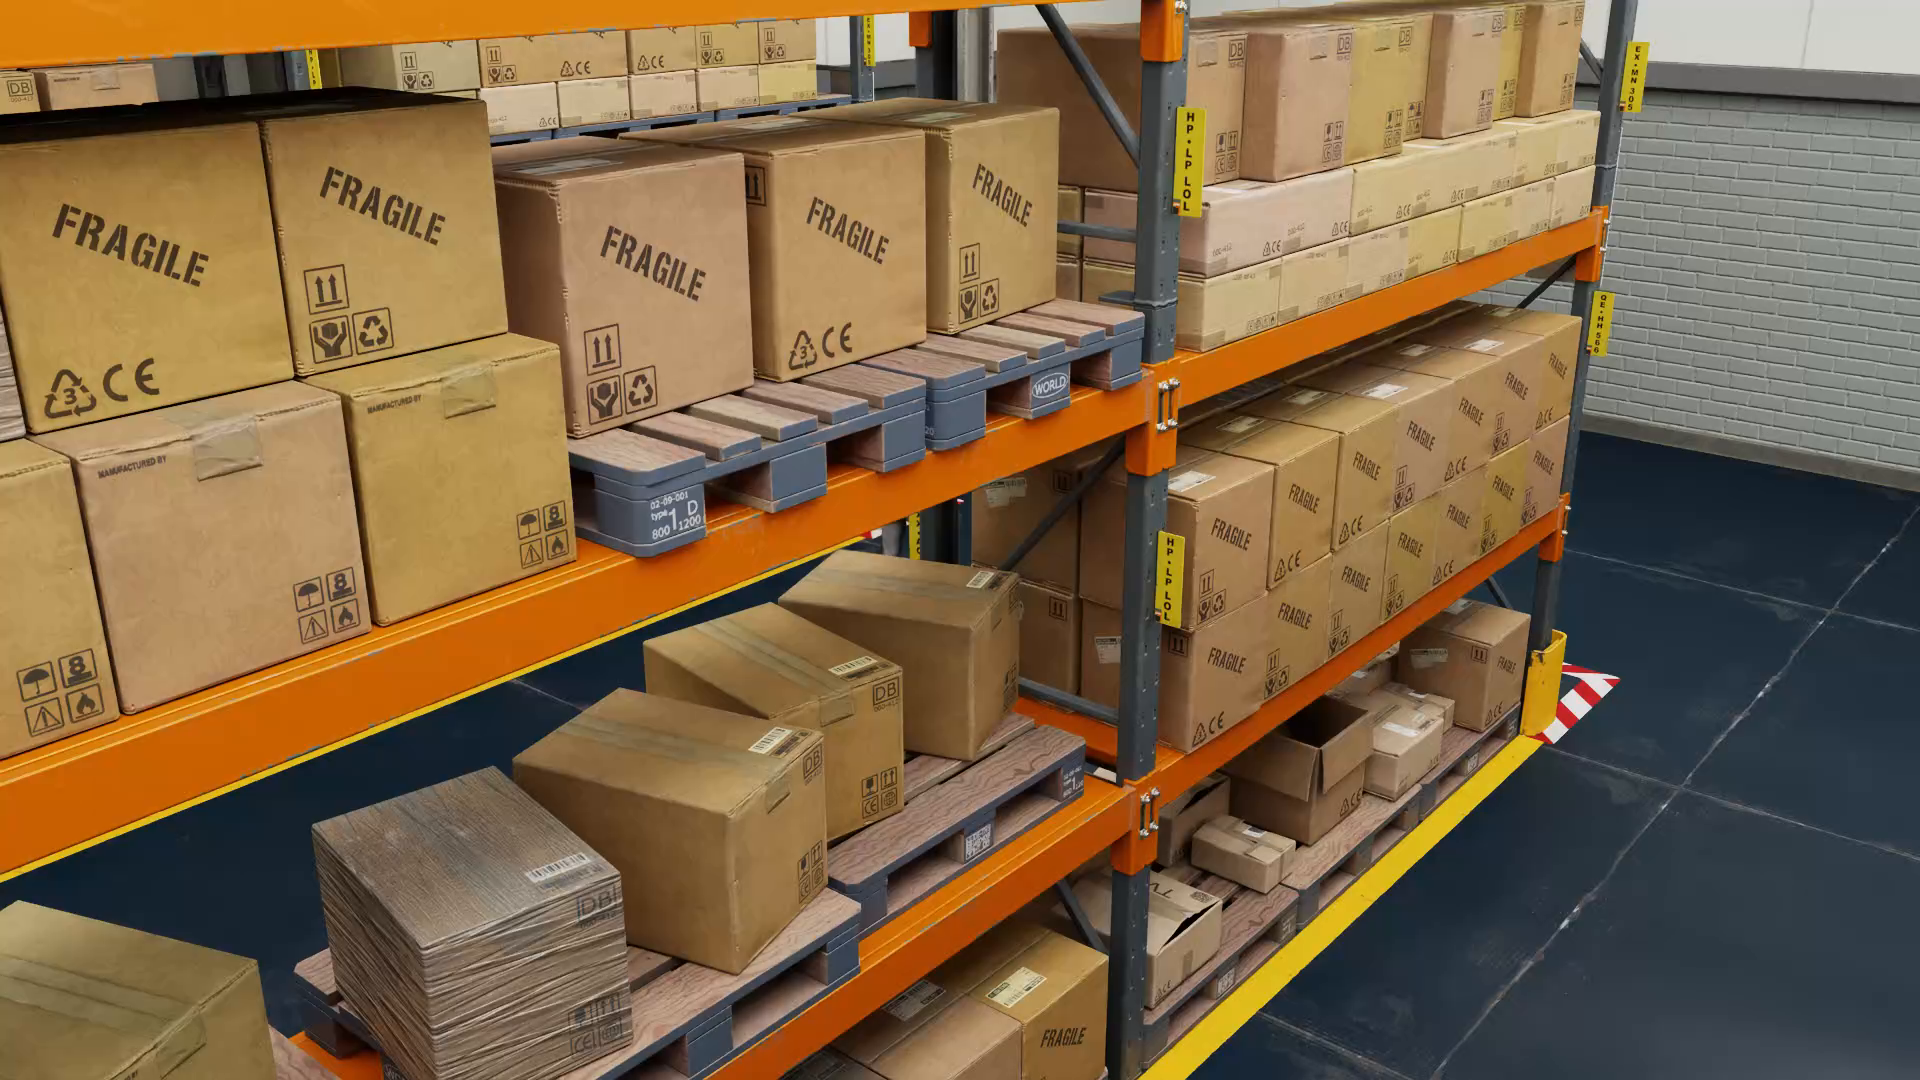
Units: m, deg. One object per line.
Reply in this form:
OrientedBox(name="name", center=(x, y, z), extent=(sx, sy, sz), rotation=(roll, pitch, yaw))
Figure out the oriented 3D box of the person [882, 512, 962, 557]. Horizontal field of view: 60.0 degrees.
OrientedBox(name="person", center=(-0.256, -0.206, 10.100), extent=(0.591, 1.584, 0.564), rotation=(11, 23, 27))
